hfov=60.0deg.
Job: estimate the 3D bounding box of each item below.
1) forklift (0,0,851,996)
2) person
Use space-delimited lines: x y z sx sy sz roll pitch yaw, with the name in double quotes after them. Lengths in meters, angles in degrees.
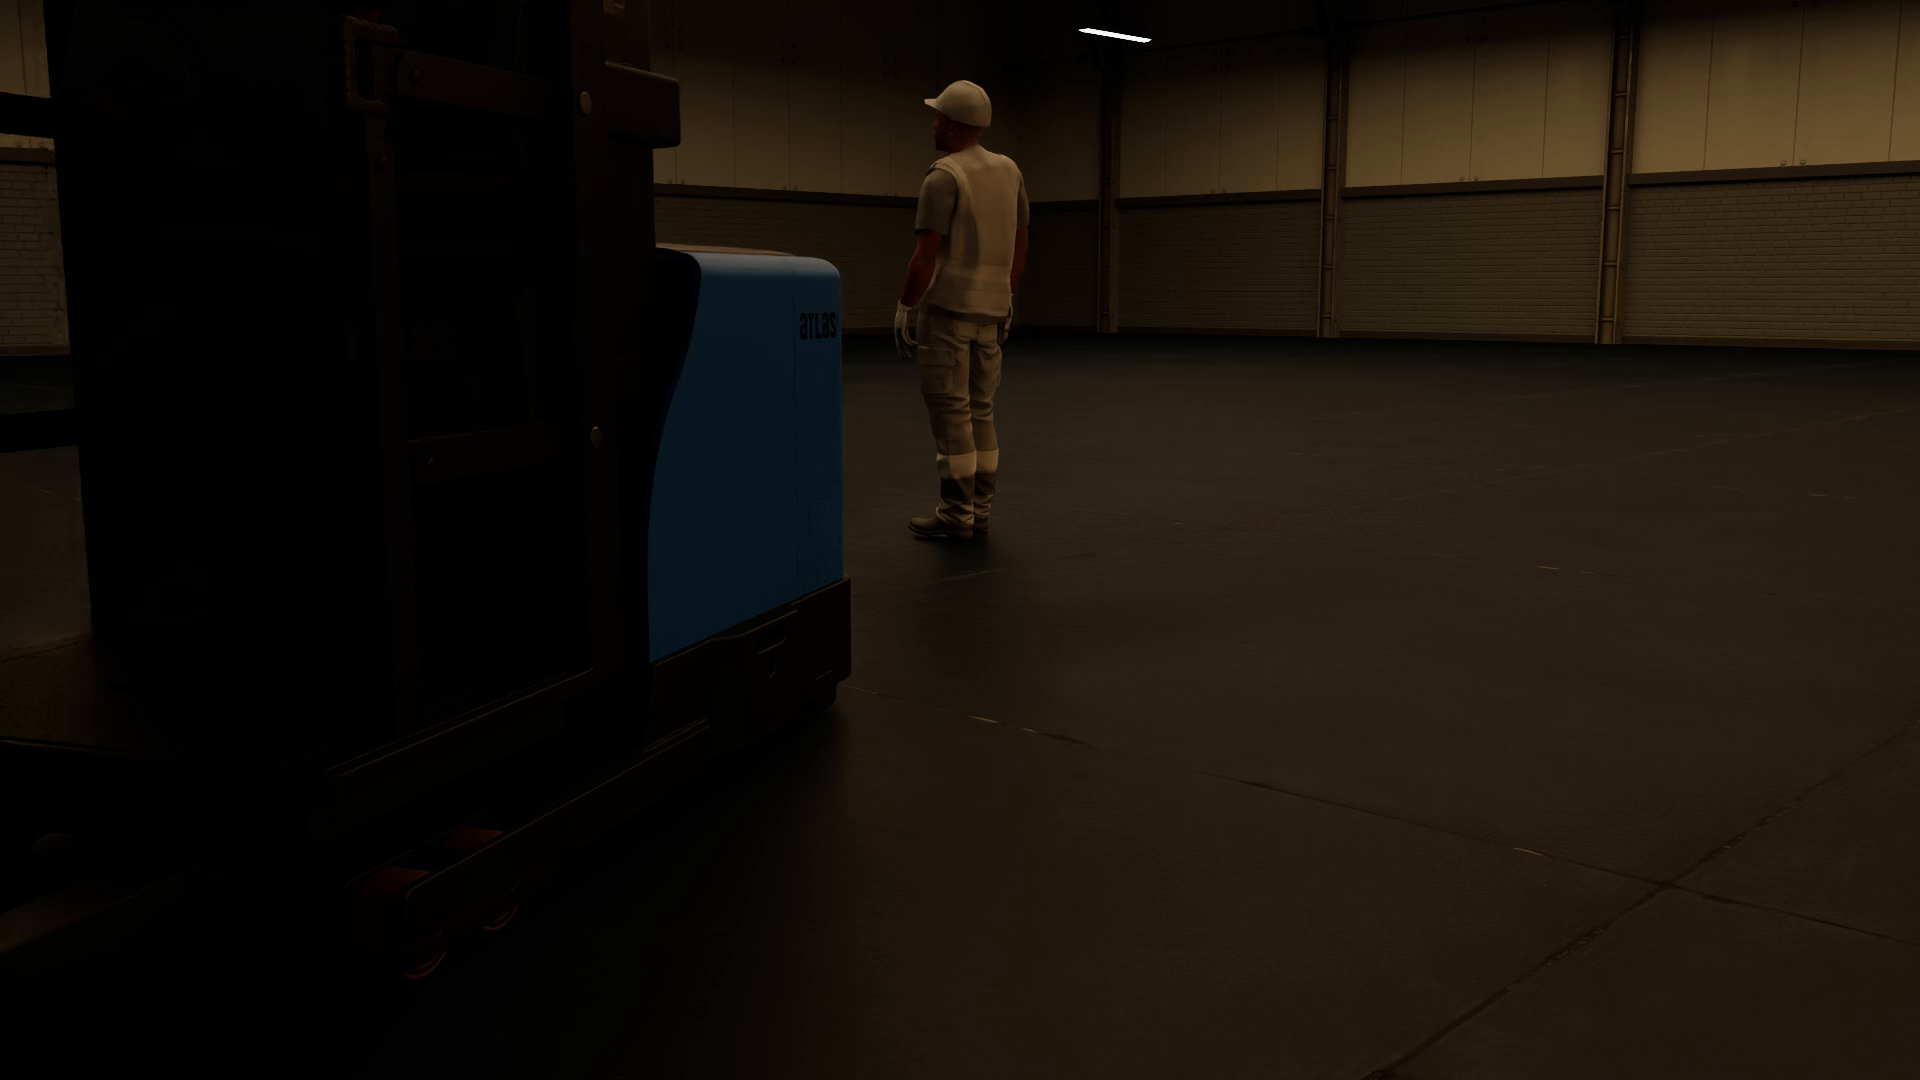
-1.205 -0.871 2.656 1.130 2.935 3.031 3 9 18 "forklift"
-0.049 -0.901 6.646 0.564 1.787 0.638 8 12 43 "person"
